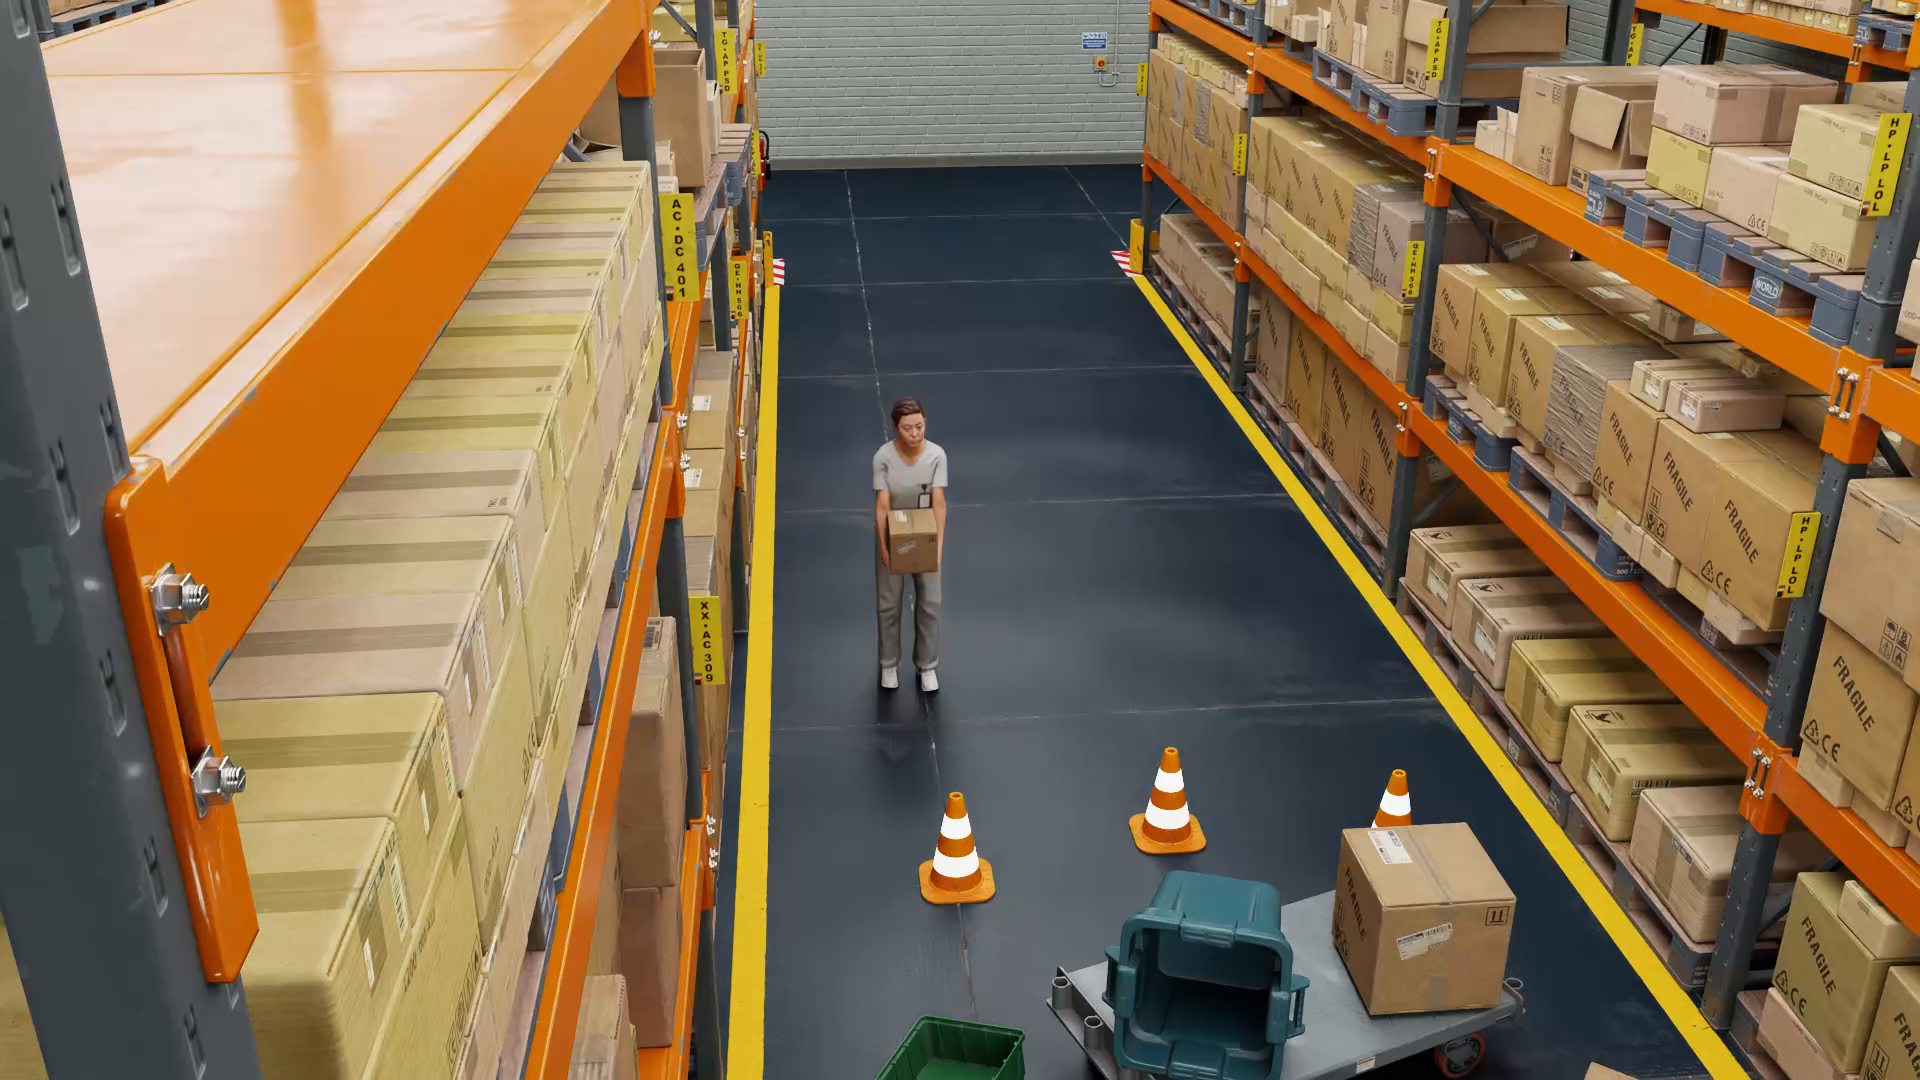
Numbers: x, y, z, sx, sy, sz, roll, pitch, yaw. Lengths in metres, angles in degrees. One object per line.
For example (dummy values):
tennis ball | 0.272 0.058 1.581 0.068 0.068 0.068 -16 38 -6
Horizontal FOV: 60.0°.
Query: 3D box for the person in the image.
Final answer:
person | -0.264 0.044 9.021 0.411 1.666 0.506 -3 24 -6
